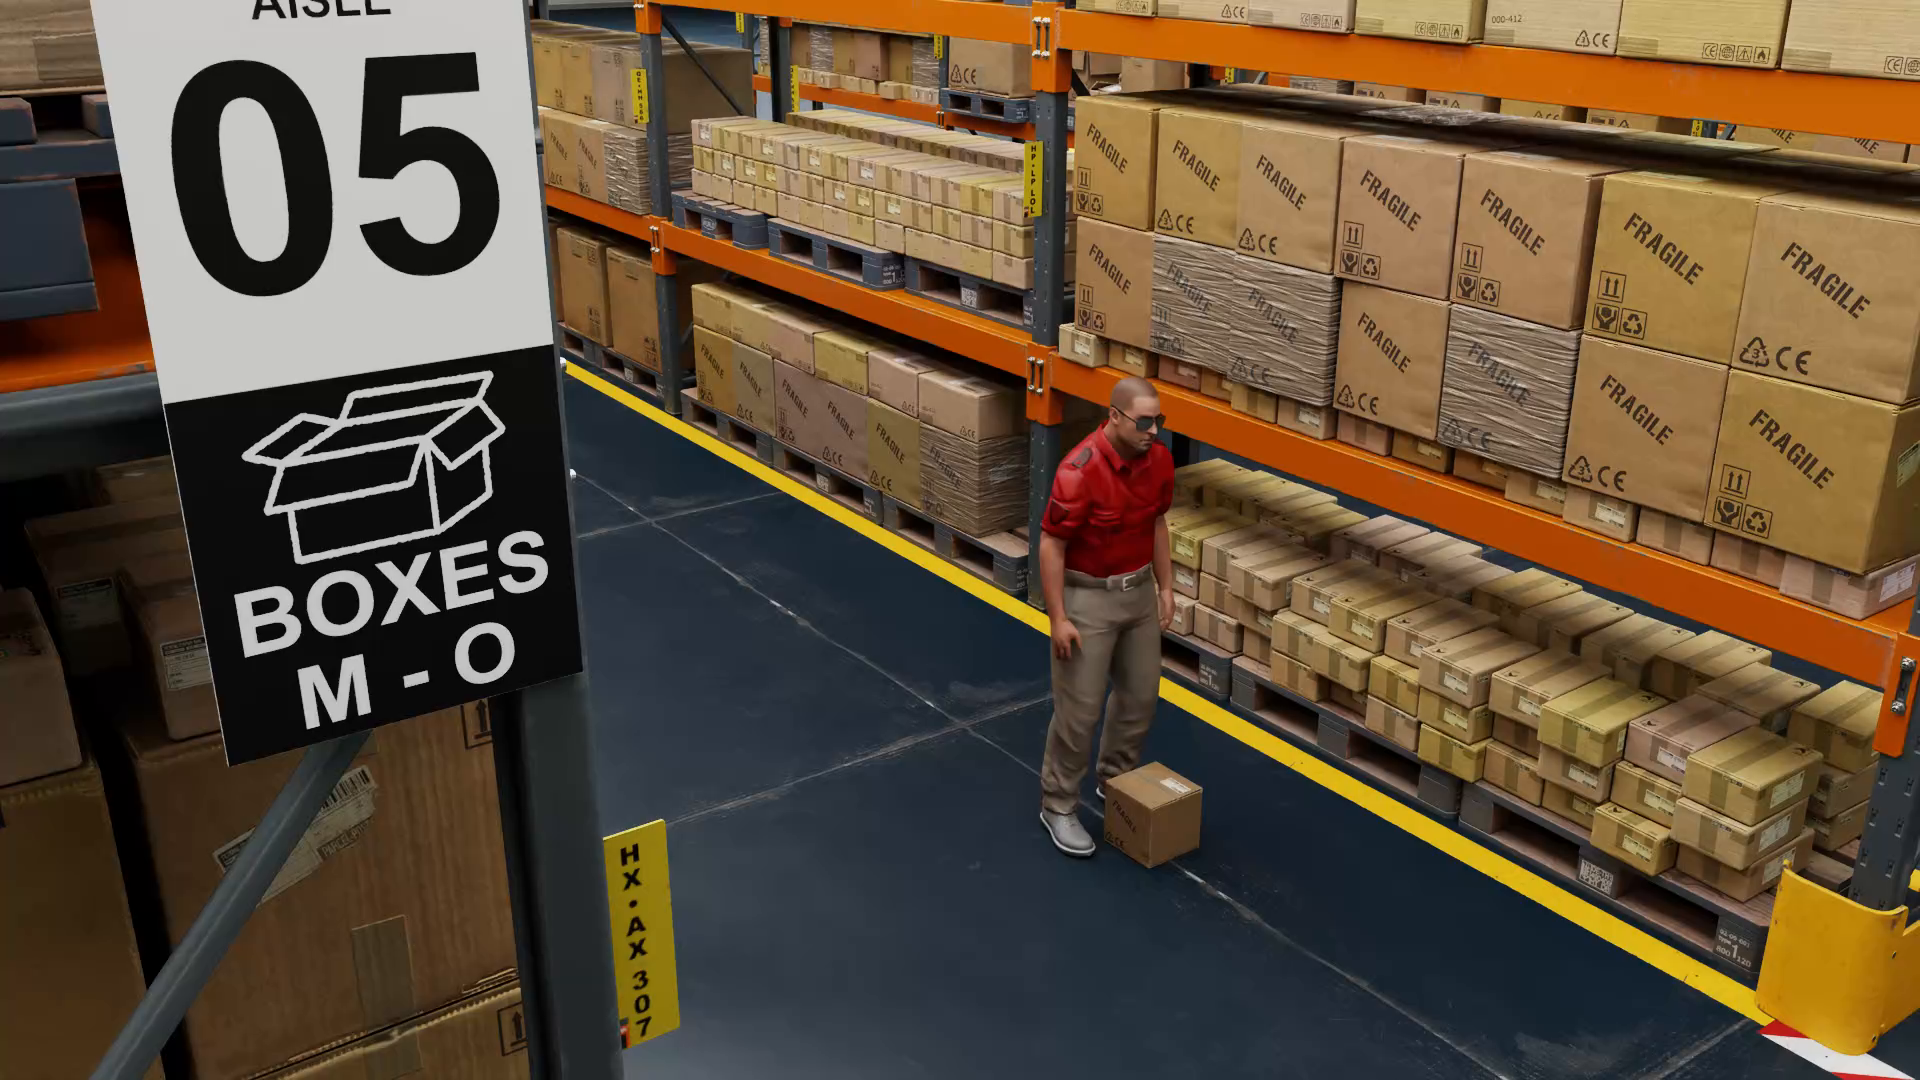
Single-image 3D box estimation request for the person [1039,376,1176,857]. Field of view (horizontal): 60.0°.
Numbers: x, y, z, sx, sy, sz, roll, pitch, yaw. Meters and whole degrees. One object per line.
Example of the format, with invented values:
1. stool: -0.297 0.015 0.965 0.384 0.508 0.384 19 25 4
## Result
1. person: 0.541 0.241 5.981 0.589 1.726 0.393 -15 26 -34
